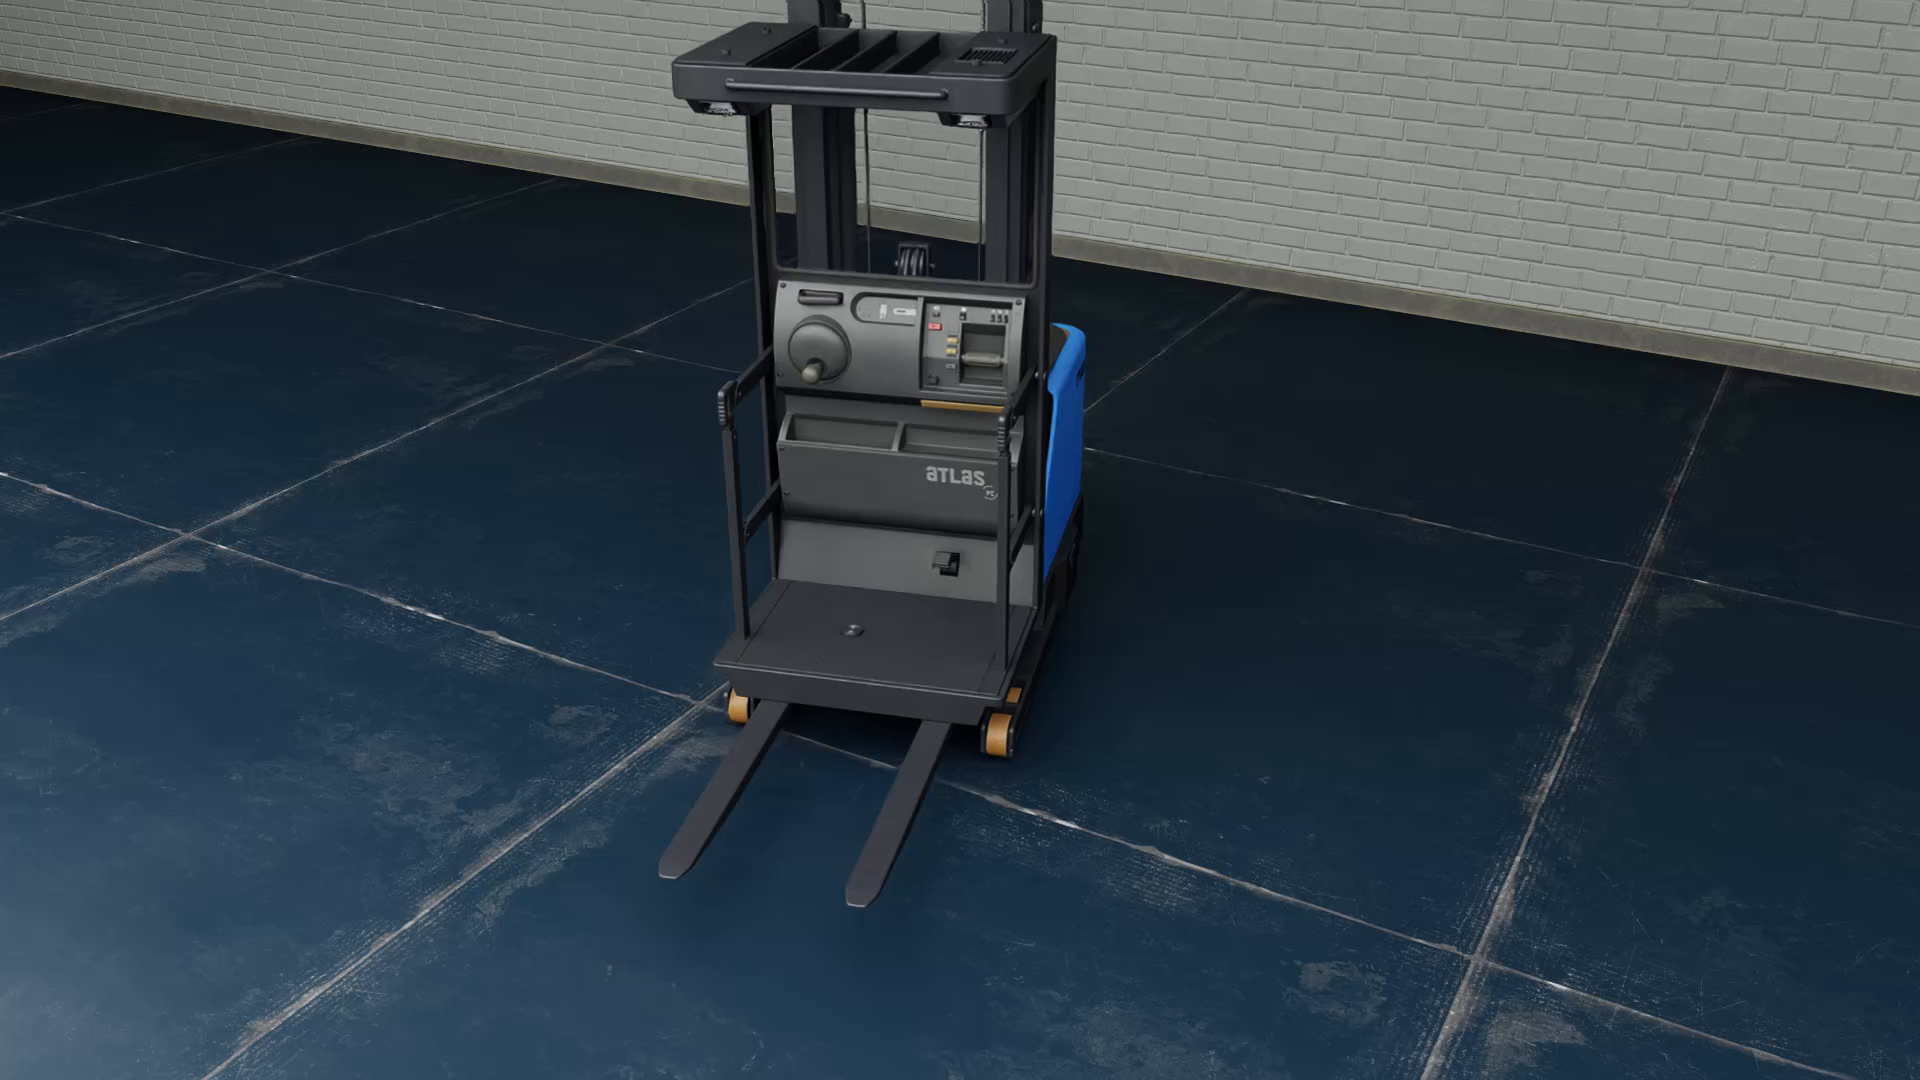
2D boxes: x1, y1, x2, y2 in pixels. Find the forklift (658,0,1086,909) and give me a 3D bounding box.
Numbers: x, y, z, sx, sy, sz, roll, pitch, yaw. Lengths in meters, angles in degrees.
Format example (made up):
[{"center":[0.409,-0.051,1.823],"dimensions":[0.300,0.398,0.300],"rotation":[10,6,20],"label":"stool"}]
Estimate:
[{"center":[-0.271,-0.693,5.860],"dimensions":[1.130,2.935,3.031],"rotation":[6,27,12],"label":"forklift"}]
